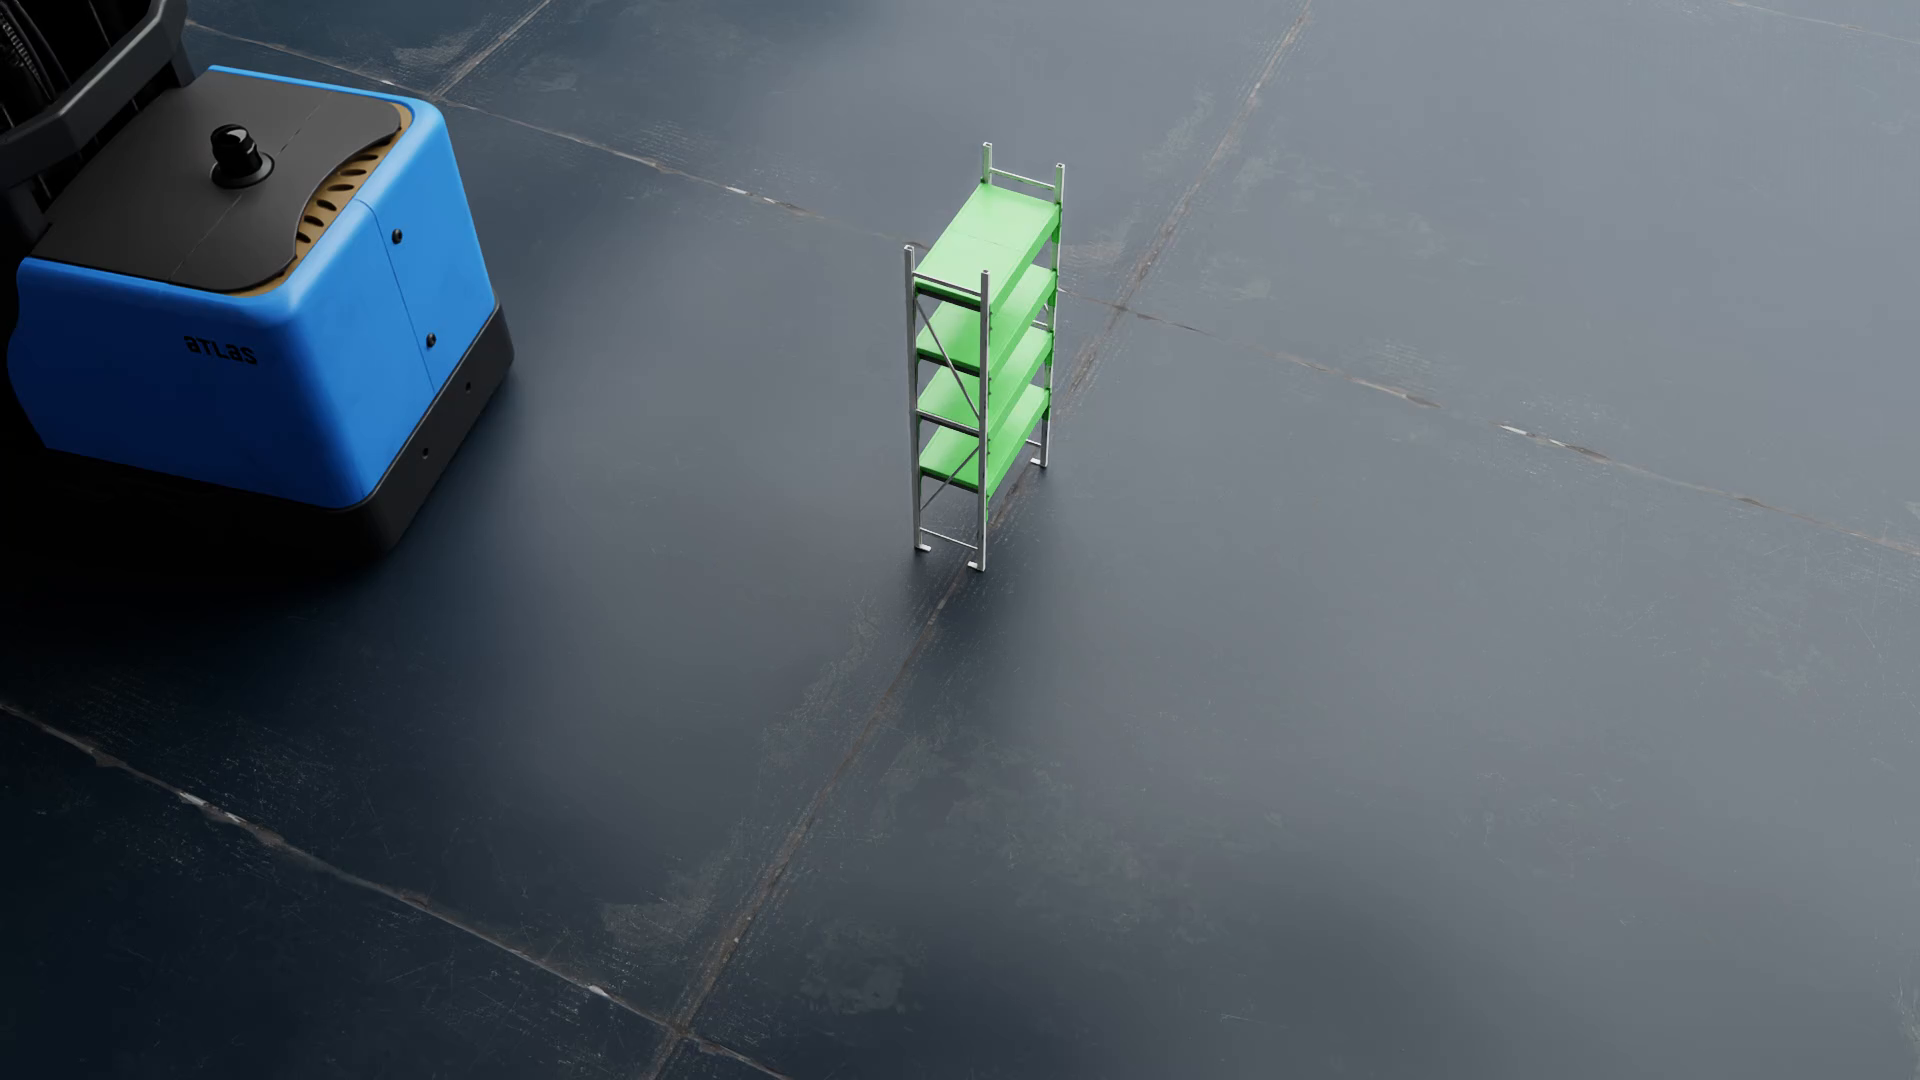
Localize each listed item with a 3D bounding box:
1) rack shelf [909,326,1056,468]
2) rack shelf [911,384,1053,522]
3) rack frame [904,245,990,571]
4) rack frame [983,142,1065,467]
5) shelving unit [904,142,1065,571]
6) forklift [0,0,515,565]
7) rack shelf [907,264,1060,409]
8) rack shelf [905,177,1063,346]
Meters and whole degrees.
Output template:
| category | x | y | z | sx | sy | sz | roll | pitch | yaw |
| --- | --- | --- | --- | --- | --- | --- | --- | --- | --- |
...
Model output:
| category | x | y | z | sx | sy | sz | roll | pitch | yaw |
| --- | --- | --- | --- | --- | --- | --- | --- | --- | --- |
| rack shelf | 0.071 | -0.461 | 4.939 | 0.258 | 0.148 | 0.480 | 20 | 52 | 16 |
| rack shelf | 0.071 | -0.306 | 5.121 | 0.258 | 0.148 | 0.480 | 20 | 52 | 16 |
| rack frame | -0.034 | -0.335 | 4.747 | 0.240 | 1.200 | 0.015 | 20 | 52 | 16 |
| rack frame | 0.175 | -0.671 | 5.033 | 0.240 | 1.200 | 0.015 | 20 | 52 | 16 |
| shelving unit | 0.071 | -0.503 | 4.890 | 0.258 | 1.200 | 0.503 | 20 | 52 | 16 |
| forklift | -3.099 | -1.495 | 4.598 | 3.031 | 2.935 | 1.130 | 12 | 51 | 10 |
| rack shelf | 0.071 | -0.617 | 4.756 | 0.258 | 0.148 | 0.480 | 20 | 52 | 16 |
| rack shelf | 0.071 | -0.772 | 4.573 | 0.258 | 0.148 | 0.480 | 20 | 52 | 16 |
